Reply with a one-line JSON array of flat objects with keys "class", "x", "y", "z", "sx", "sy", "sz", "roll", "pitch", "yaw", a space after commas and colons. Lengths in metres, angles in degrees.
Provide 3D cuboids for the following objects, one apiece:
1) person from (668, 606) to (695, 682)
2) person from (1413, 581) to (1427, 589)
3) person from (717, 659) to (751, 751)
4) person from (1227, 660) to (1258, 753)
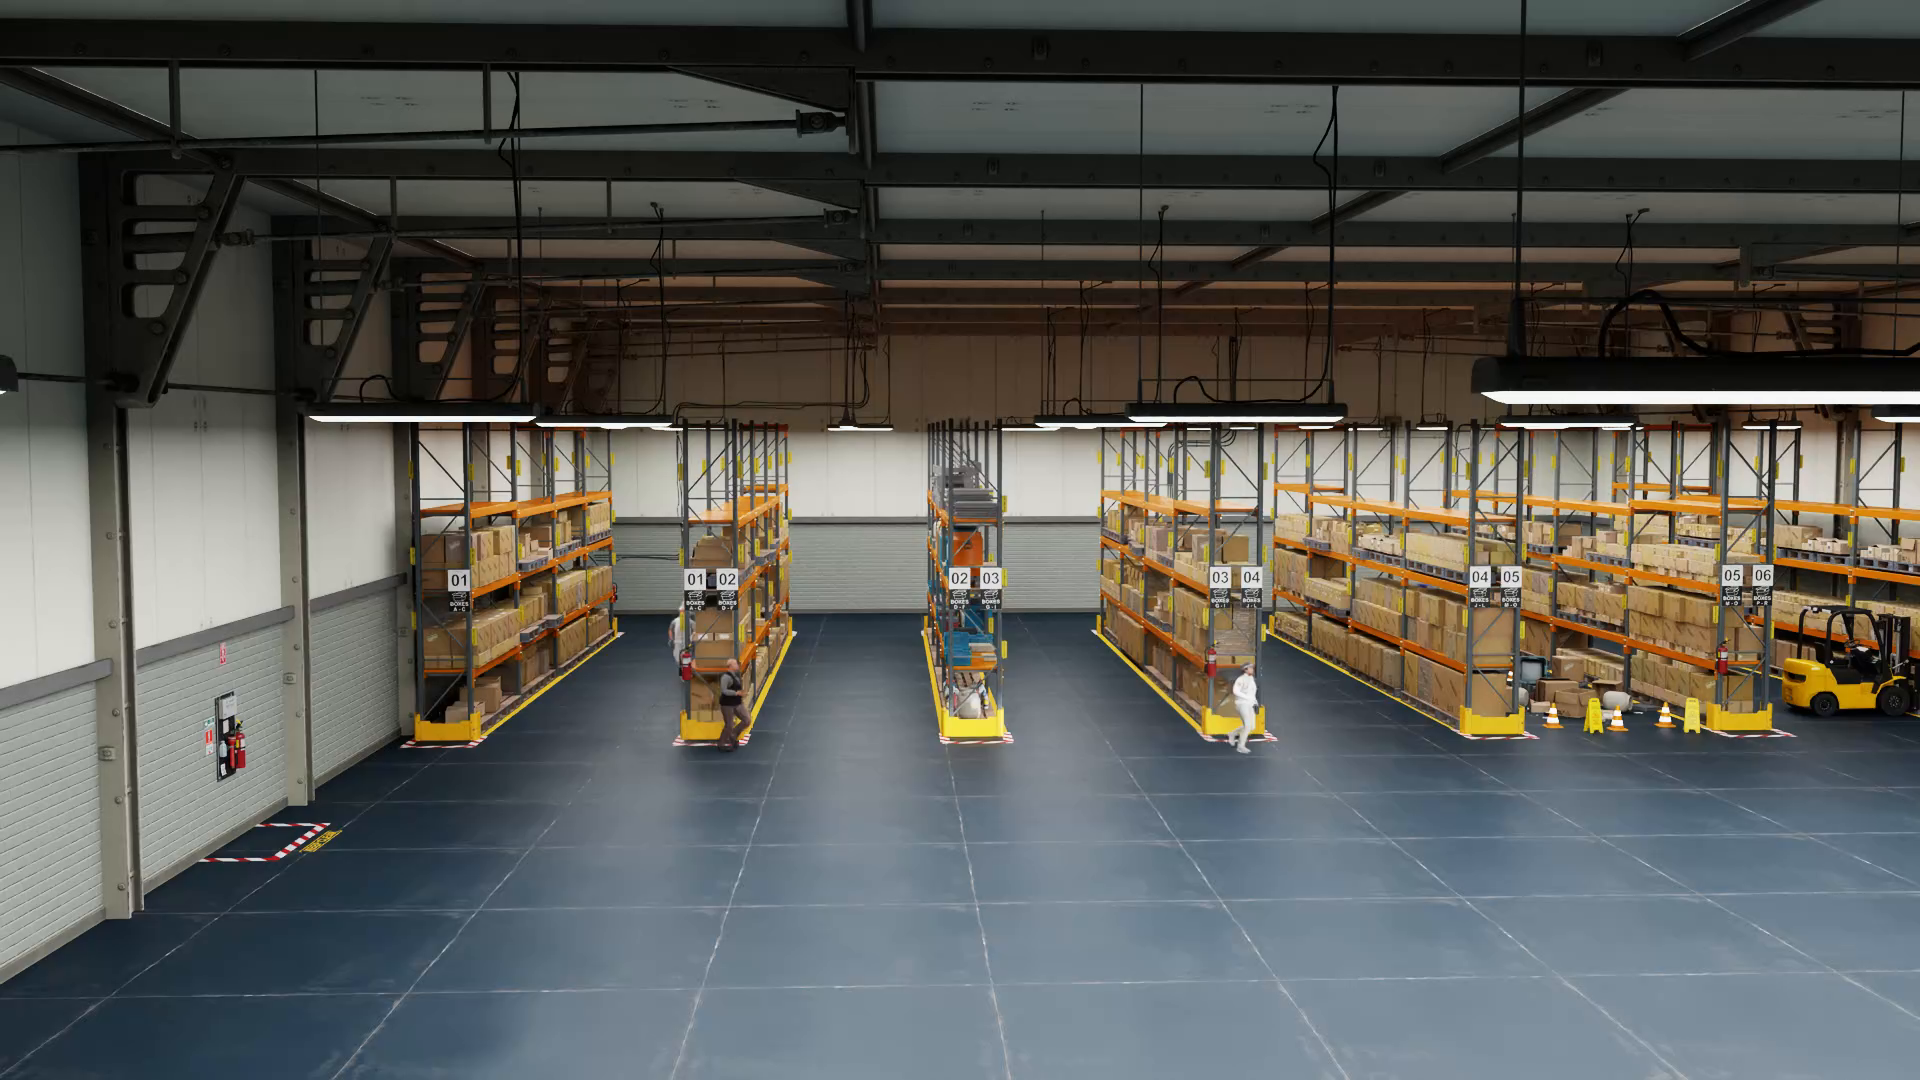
[{"class": "person", "x": -6.406, "y": 2.399, "z": 38.424, "sx": 0.657, "sy": 1.740, "sz": 0.597, "roll": 0, "pitch": 4, "yaw": -6}, {"class": "person", "x": 13.567, "y": 1.749, "z": 49.291, "sx": 0.628, "sy": 1.692, "sz": 0.583, "roll": 0, "pitch": 4, "yaw": 7}, {"class": "person", "x": -4.085, "y": 2.956, "z": 29.830, "sx": 0.677, "sy": 1.676, "sz": 0.654, "roll": 2, "pitch": 4, "yaw": 23}, {"class": "person", "x": 5.138, "y": 2.990, "z": 30.032, "sx": 0.580, "sy": 1.648, "sz": 0.657, "roll": 3, "pitch": 5, "yaw": 41}]
